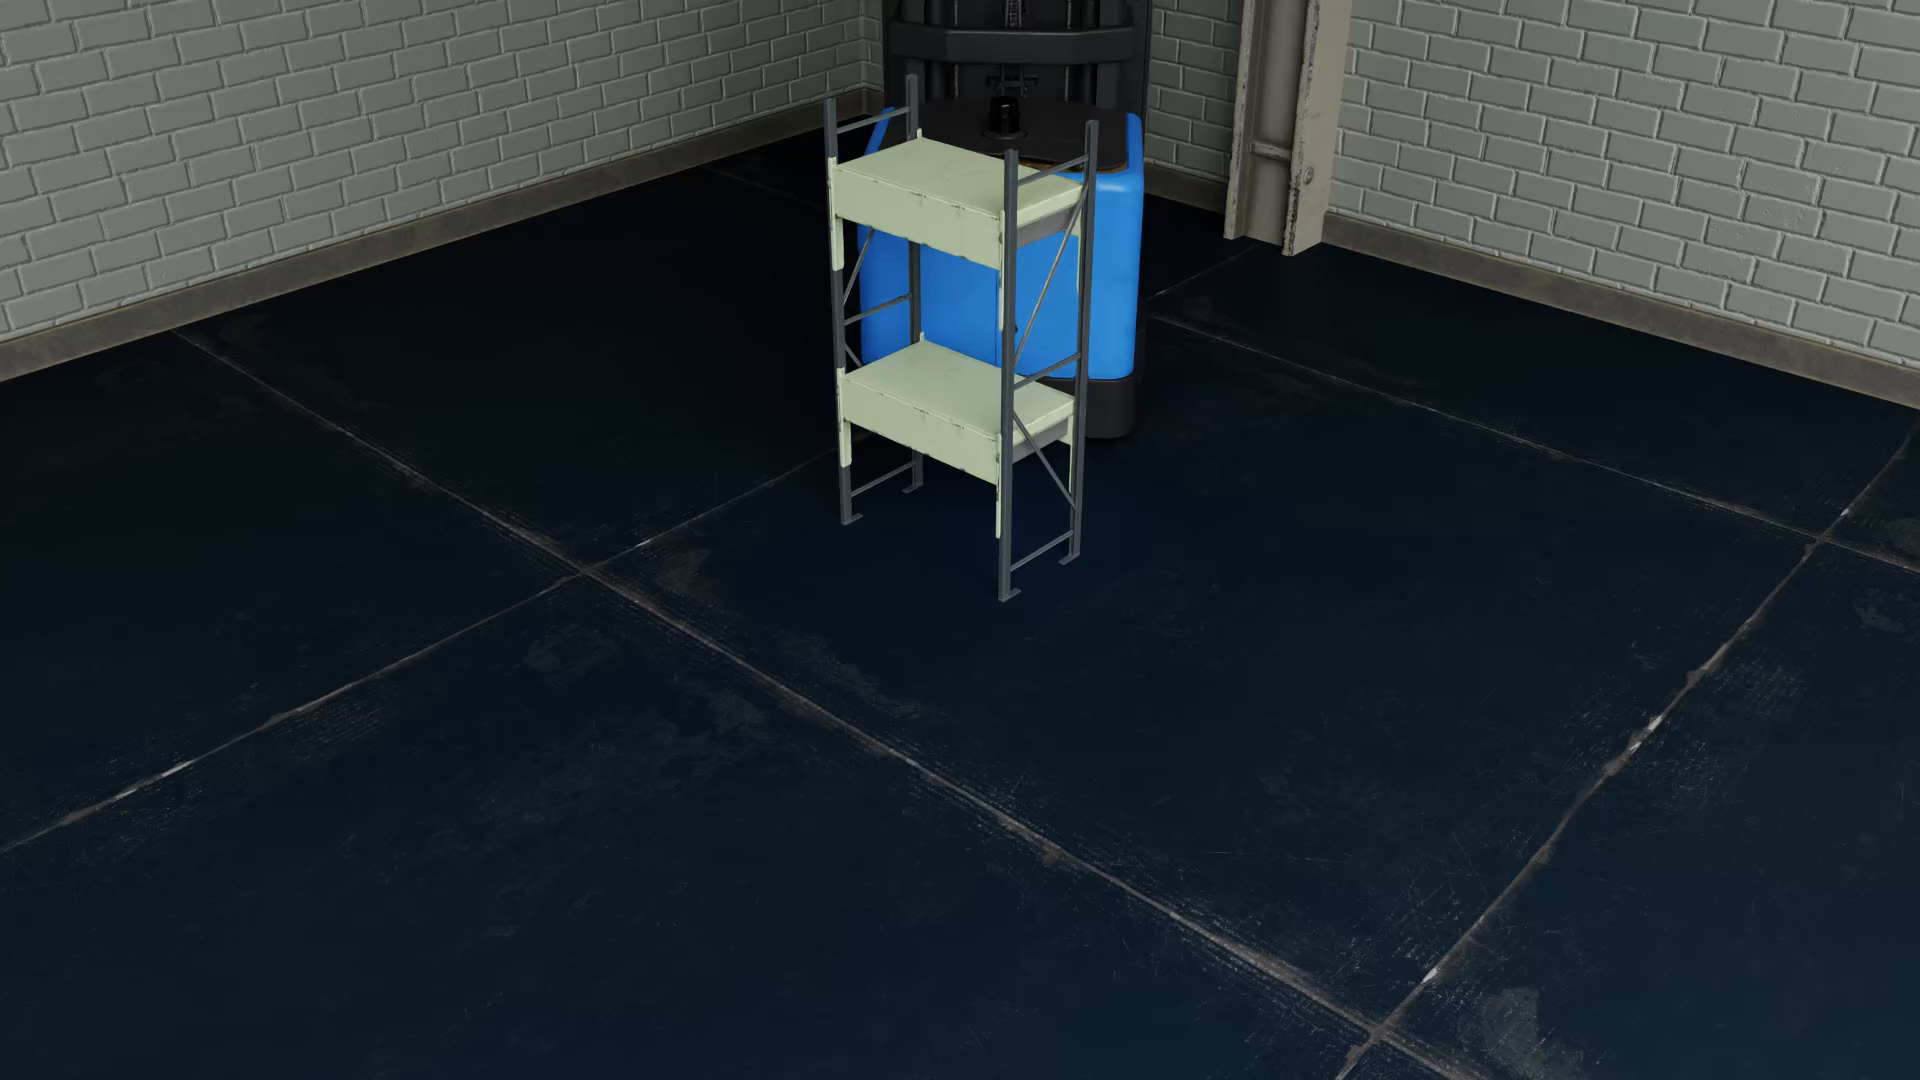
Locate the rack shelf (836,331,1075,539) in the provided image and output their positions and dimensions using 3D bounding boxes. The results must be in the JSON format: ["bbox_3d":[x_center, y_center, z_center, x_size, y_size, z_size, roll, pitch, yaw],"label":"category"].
[{"bbox_3d":[-0.005,-0.366,5.535,0.720,0.370,0.431,25,39,35],"label":"rack shelf"}]

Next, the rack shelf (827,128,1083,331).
[{"bbox_3d":[-0.005,-0.979,5.166,0.720,0.370,0.431,25,39,35],"label":"rack shelf"}]

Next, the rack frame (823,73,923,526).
[{"bbox_3d":[-0.276,-0.772,5.577,0.023,1.500,0.400,25,39,35],"label":"rack frame"}]

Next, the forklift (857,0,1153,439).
[{"bbox_3d":[0.249,-2.369,6.843,1.130,2.935,3.031,2,31,4],"label":"forklift"}]

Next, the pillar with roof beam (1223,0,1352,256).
[{"bbox_3d":[-1.338,-3.703,3.176,0.400,9.000,9.100,25,39,35],"label":"pillar with roof beam"}]

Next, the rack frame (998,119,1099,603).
[{"bbox_3d":[0.266,-0.518,5.157,0.023,1.500,0.400,25,39,35],"label":"rack frame"}]

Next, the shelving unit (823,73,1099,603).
[{"bbox_3d":[-0.005,-0.645,5.367,0.755,1.500,0.431,25,39,35],"label":"shelving unit"}]
